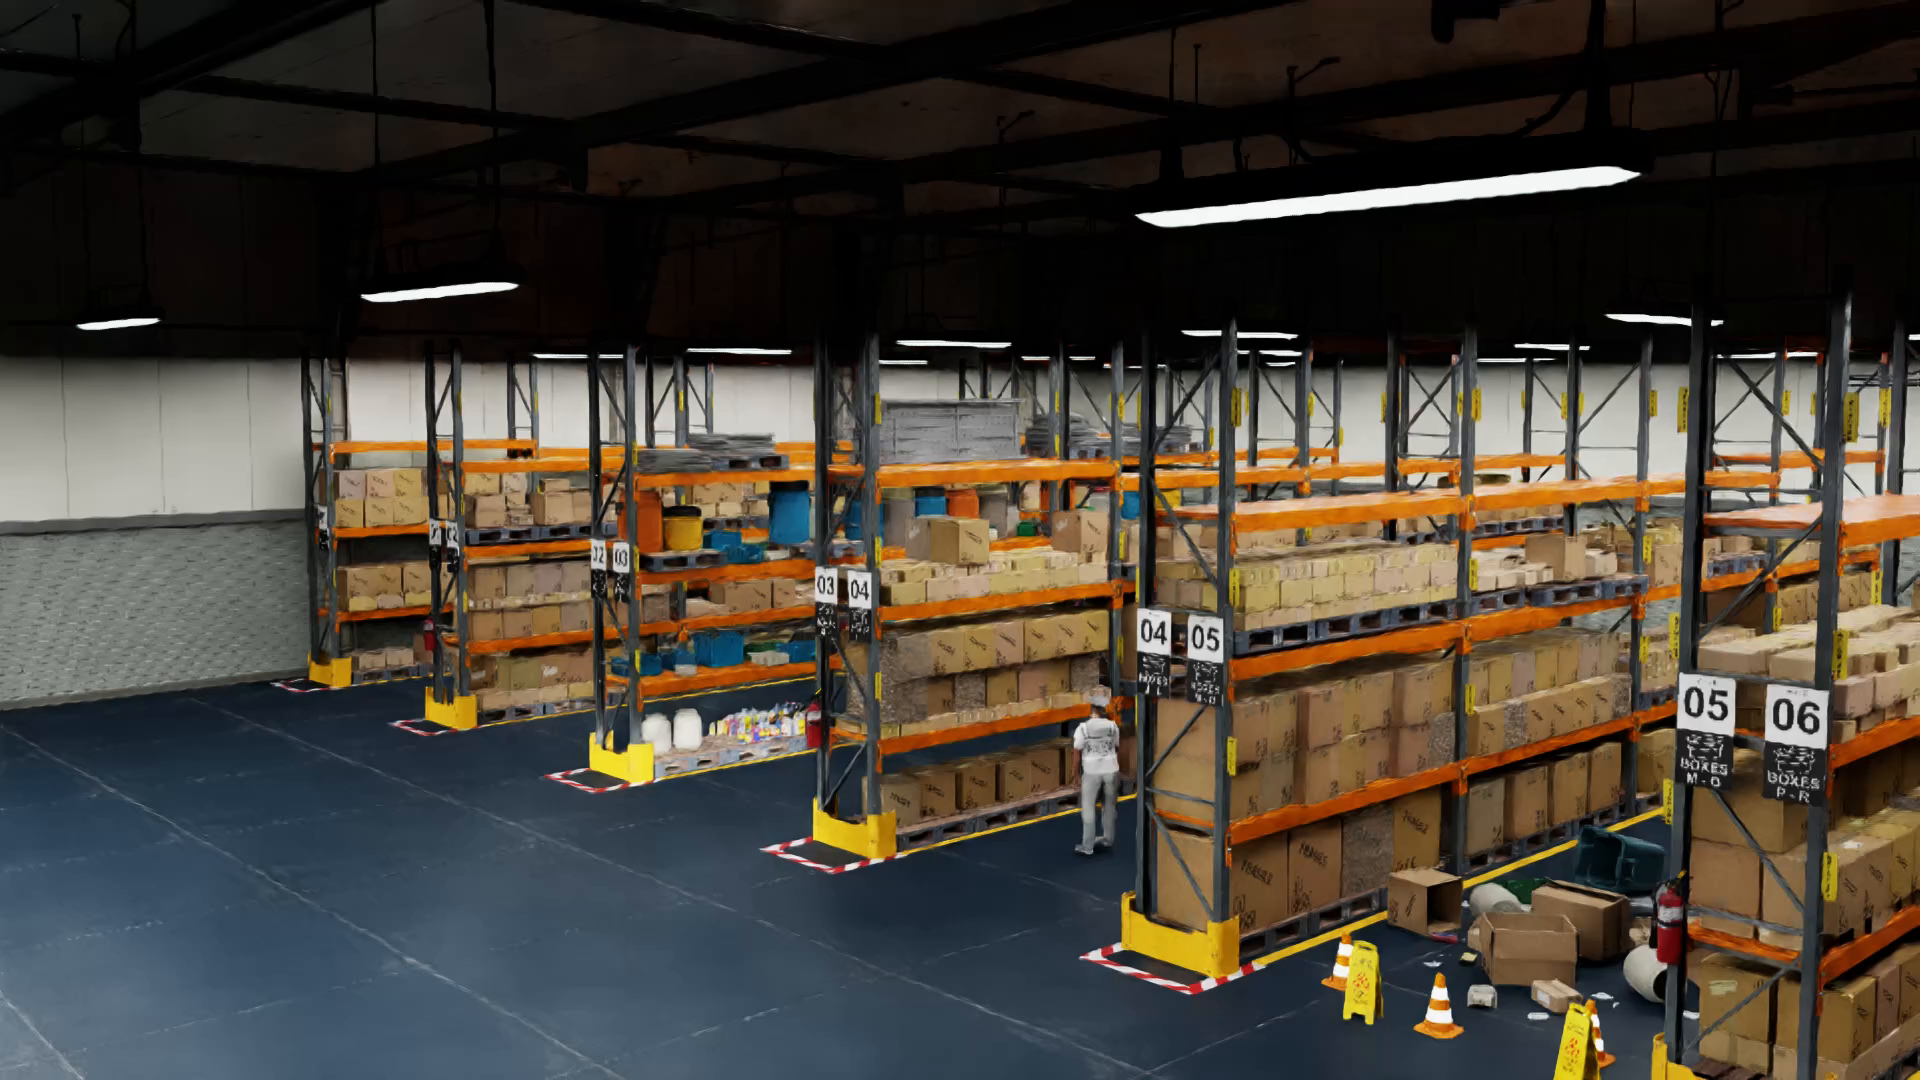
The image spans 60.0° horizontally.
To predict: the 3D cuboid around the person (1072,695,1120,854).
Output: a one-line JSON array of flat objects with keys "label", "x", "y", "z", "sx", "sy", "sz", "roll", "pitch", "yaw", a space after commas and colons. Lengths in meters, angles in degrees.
[{"label": "person", "x": 1.528, "y": 2.635, "z": 18.767, "sx": 0.588, "sy": 1.746, "sz": 0.504, "roll": -1, "pitch": 5, "yaw": -13}]
